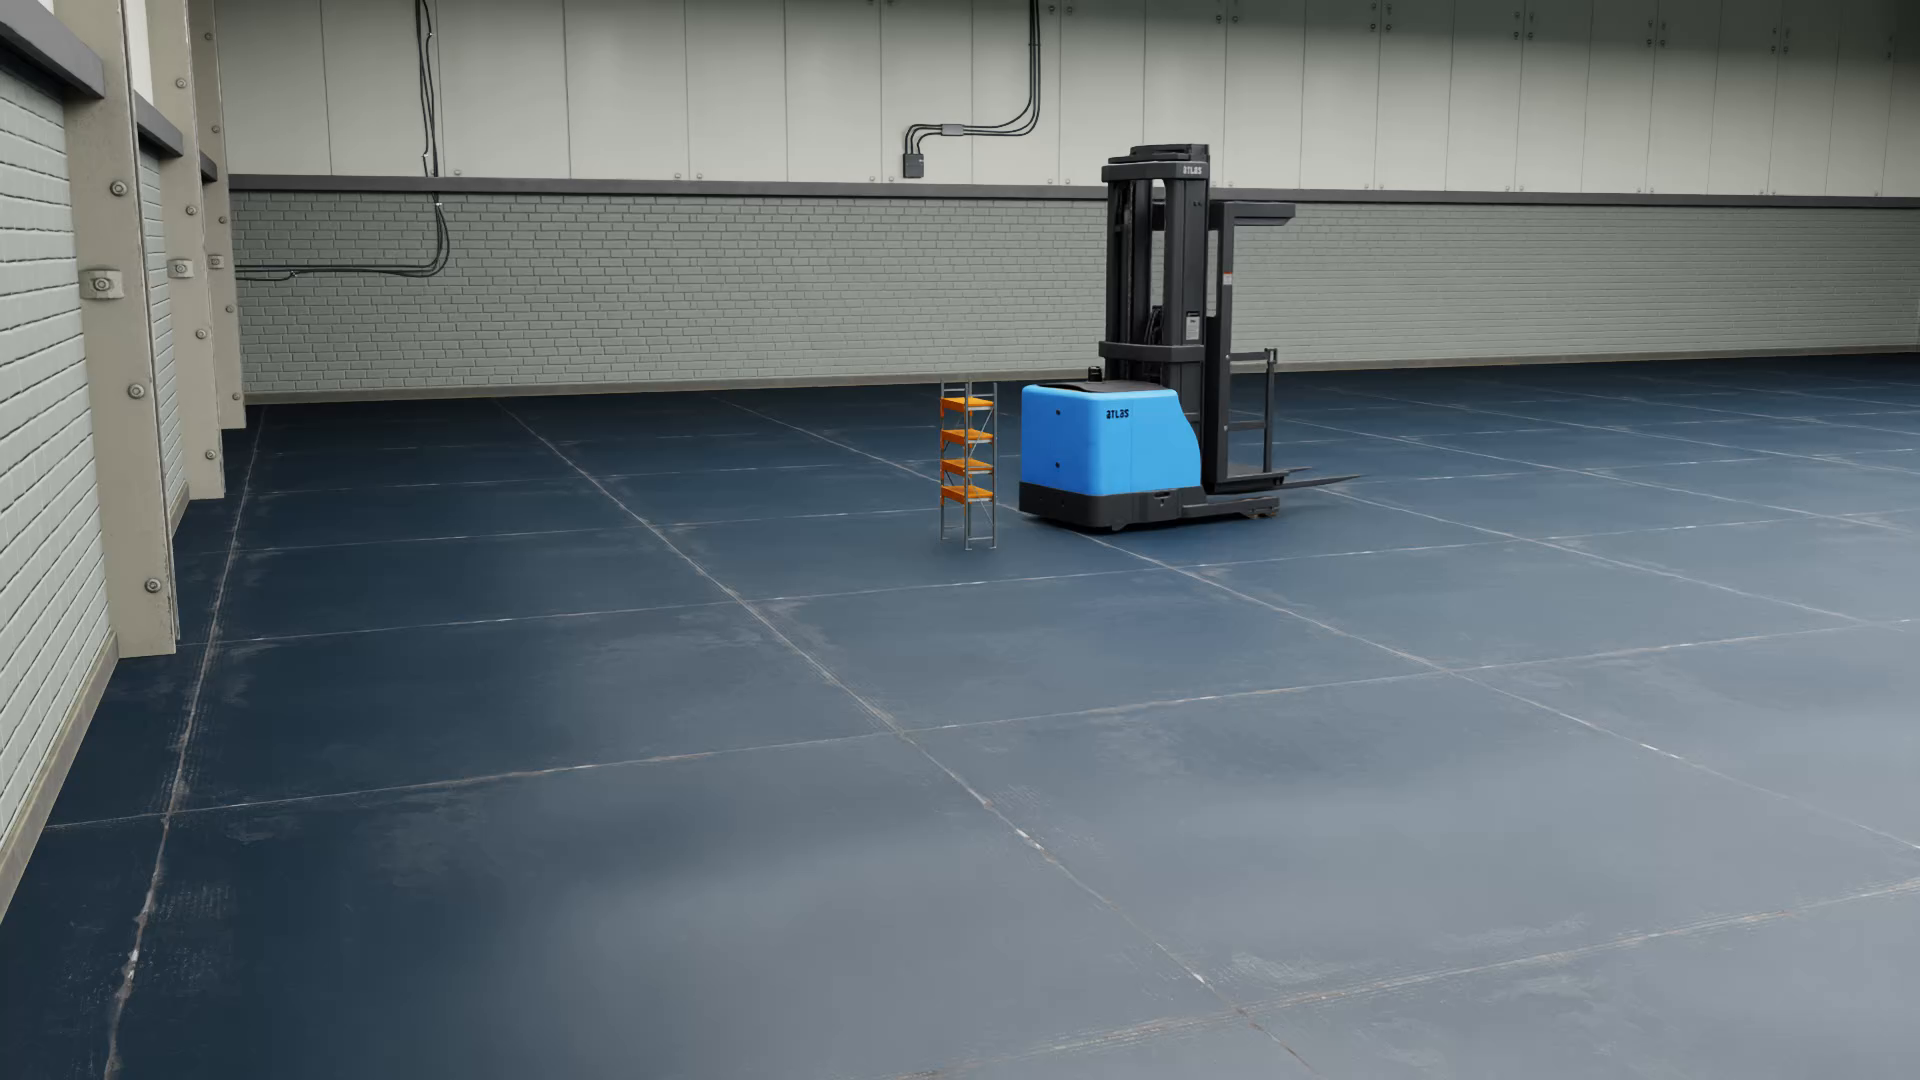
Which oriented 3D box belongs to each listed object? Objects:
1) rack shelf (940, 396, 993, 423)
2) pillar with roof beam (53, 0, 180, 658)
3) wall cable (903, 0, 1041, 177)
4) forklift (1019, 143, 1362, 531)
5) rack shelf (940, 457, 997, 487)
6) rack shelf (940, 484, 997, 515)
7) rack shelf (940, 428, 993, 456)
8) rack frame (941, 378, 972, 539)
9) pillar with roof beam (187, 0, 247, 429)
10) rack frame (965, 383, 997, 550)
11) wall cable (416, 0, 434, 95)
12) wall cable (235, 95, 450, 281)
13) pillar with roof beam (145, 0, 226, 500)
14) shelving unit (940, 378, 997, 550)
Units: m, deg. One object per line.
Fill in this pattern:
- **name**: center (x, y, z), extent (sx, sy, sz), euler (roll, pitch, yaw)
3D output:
- **rack shelf**: center (0.060, -0.951, 12.094), extent (0.258, 0.148, 0.480), euler (-4, 11, -21)
- **pillar with roof beam**: center (-0.440, -4.113, 9.848), extent (9.100, 9.000, 0.400), euler (-4, 11, -21)
- **wall cable**: center (0.218, -8.638, 25.574), extent (2.305, 6.003, 0.169), euler (-4, 11, -21)
- **forklift**: center (1.992, -1.682, 13.506), extent (3.031, 2.935, 1.130), euler (-6, 12, -32)
- **rack shelf**: center (0.060, -0.497, 12.175), extent (0.258, 0.148, 0.480), euler (-4, 11, -21)
- **rack shelf**: center (0.060, -0.302, 12.210), extent (0.258, 0.148, 0.480), euler (-4, 11, -21)
- **rack shelf**: center (0.060, -0.718, 12.136), extent (0.258, 0.148, 0.480), euler (-4, 11, -21)
- **rack frame**: center (-0.028, -0.604, 12.387), extent (0.240, 1.200, 0.015), euler (-4, 11, -21)
- **pillar with roof beam**: center (-4.788, -6.072, 20.860), extent (9.100, 9.000, 0.400), euler (-4, 11, -21)
- **rack frame**: center (0.148, -0.524, 11.939), extent (0.240, 1.200, 0.015), euler (-4, 11, -21)
- **wall cable**: center (-6.114, -7.493, 23.294), extent (3.097, 2.526, 0.112), euler (-4, 11, -21)
- **wall cable**: center (-8.636, -4.835, 22.771), extent (3.097, 2.526, 0.112), euler (-4, 11, -21)
- **pillar with roof beam**: center (-2.614, -5.092, 15.354), extent (9.100, 9.000, 0.400), euler (-4, 11, -21)
- **shelving unit**: center (0.060, -0.564, 12.163), extent (0.258, 1.200, 0.503), euler (-4, 11, -21)
